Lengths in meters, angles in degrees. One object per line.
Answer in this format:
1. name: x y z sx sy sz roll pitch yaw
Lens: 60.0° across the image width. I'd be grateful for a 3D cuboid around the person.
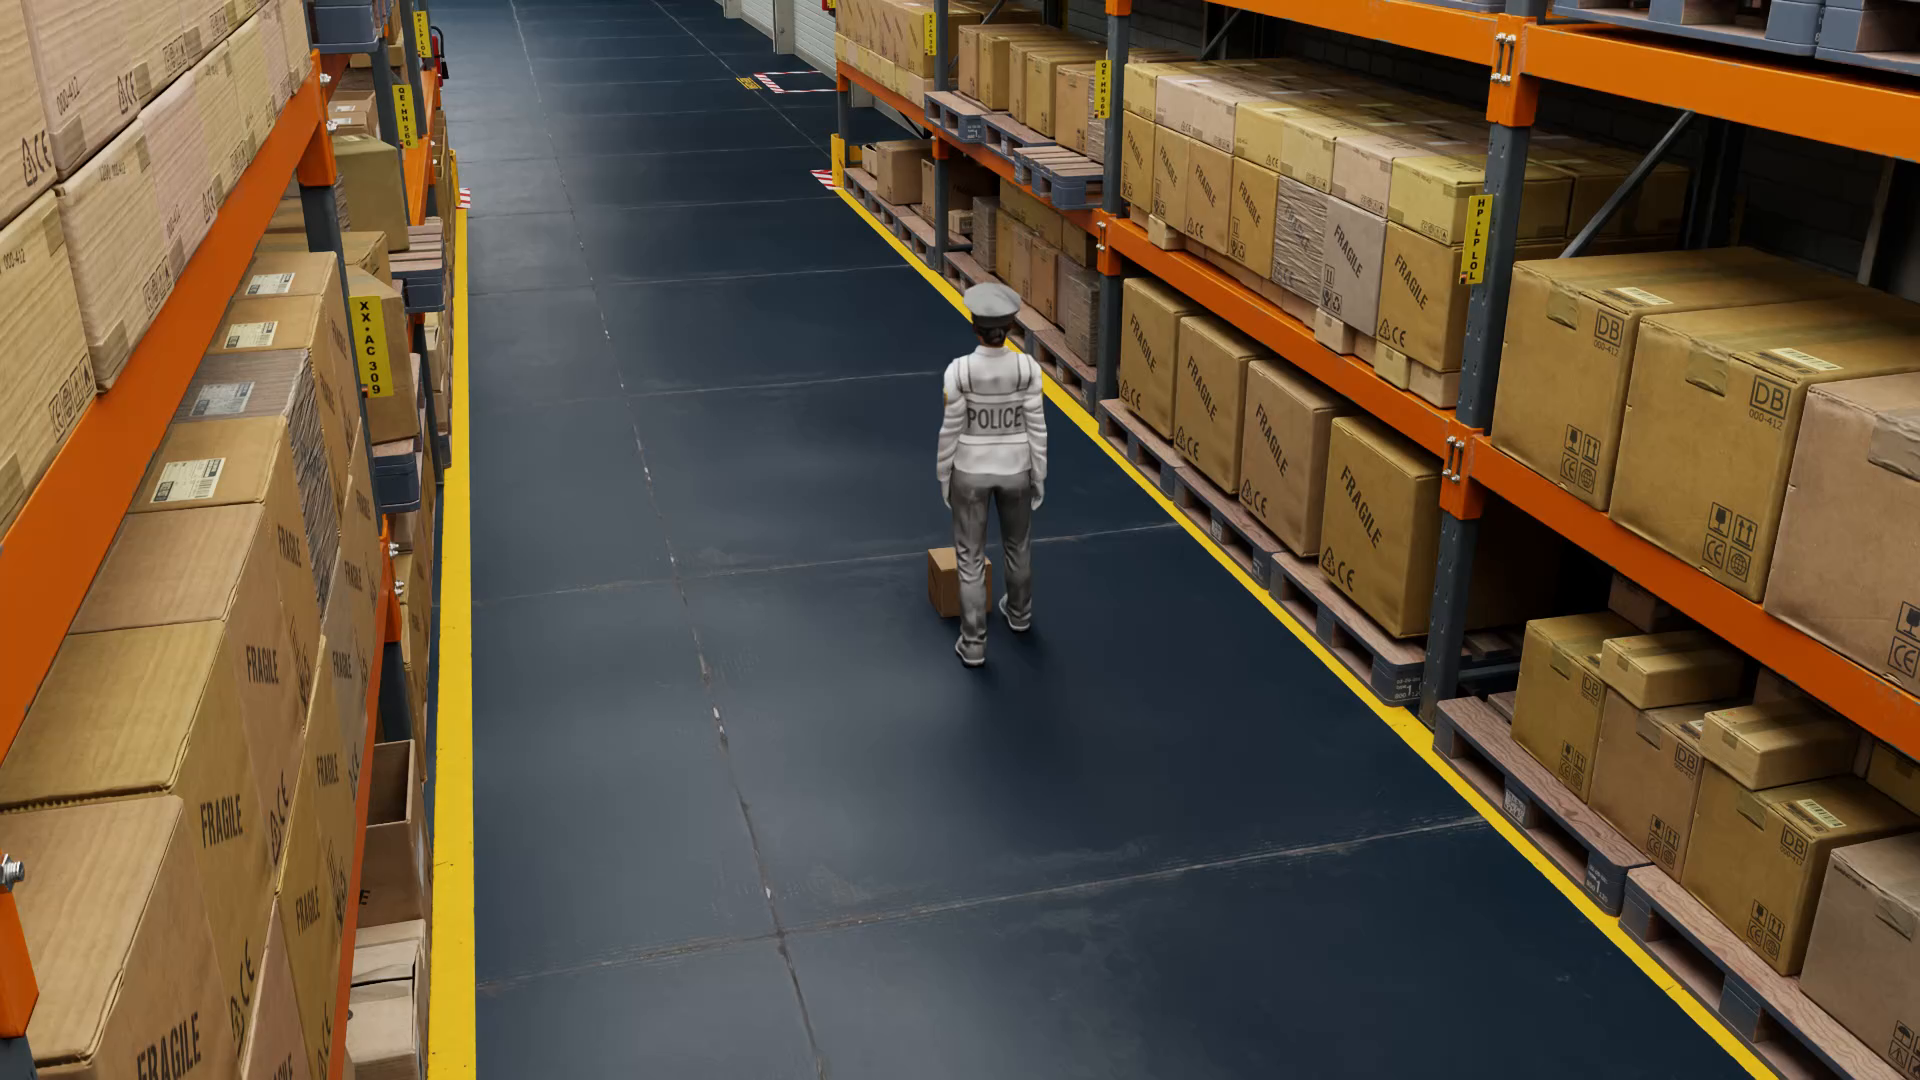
1. person: 0.116 -0.318 7.310 0.476 1.676 0.602 -4 23 -9
